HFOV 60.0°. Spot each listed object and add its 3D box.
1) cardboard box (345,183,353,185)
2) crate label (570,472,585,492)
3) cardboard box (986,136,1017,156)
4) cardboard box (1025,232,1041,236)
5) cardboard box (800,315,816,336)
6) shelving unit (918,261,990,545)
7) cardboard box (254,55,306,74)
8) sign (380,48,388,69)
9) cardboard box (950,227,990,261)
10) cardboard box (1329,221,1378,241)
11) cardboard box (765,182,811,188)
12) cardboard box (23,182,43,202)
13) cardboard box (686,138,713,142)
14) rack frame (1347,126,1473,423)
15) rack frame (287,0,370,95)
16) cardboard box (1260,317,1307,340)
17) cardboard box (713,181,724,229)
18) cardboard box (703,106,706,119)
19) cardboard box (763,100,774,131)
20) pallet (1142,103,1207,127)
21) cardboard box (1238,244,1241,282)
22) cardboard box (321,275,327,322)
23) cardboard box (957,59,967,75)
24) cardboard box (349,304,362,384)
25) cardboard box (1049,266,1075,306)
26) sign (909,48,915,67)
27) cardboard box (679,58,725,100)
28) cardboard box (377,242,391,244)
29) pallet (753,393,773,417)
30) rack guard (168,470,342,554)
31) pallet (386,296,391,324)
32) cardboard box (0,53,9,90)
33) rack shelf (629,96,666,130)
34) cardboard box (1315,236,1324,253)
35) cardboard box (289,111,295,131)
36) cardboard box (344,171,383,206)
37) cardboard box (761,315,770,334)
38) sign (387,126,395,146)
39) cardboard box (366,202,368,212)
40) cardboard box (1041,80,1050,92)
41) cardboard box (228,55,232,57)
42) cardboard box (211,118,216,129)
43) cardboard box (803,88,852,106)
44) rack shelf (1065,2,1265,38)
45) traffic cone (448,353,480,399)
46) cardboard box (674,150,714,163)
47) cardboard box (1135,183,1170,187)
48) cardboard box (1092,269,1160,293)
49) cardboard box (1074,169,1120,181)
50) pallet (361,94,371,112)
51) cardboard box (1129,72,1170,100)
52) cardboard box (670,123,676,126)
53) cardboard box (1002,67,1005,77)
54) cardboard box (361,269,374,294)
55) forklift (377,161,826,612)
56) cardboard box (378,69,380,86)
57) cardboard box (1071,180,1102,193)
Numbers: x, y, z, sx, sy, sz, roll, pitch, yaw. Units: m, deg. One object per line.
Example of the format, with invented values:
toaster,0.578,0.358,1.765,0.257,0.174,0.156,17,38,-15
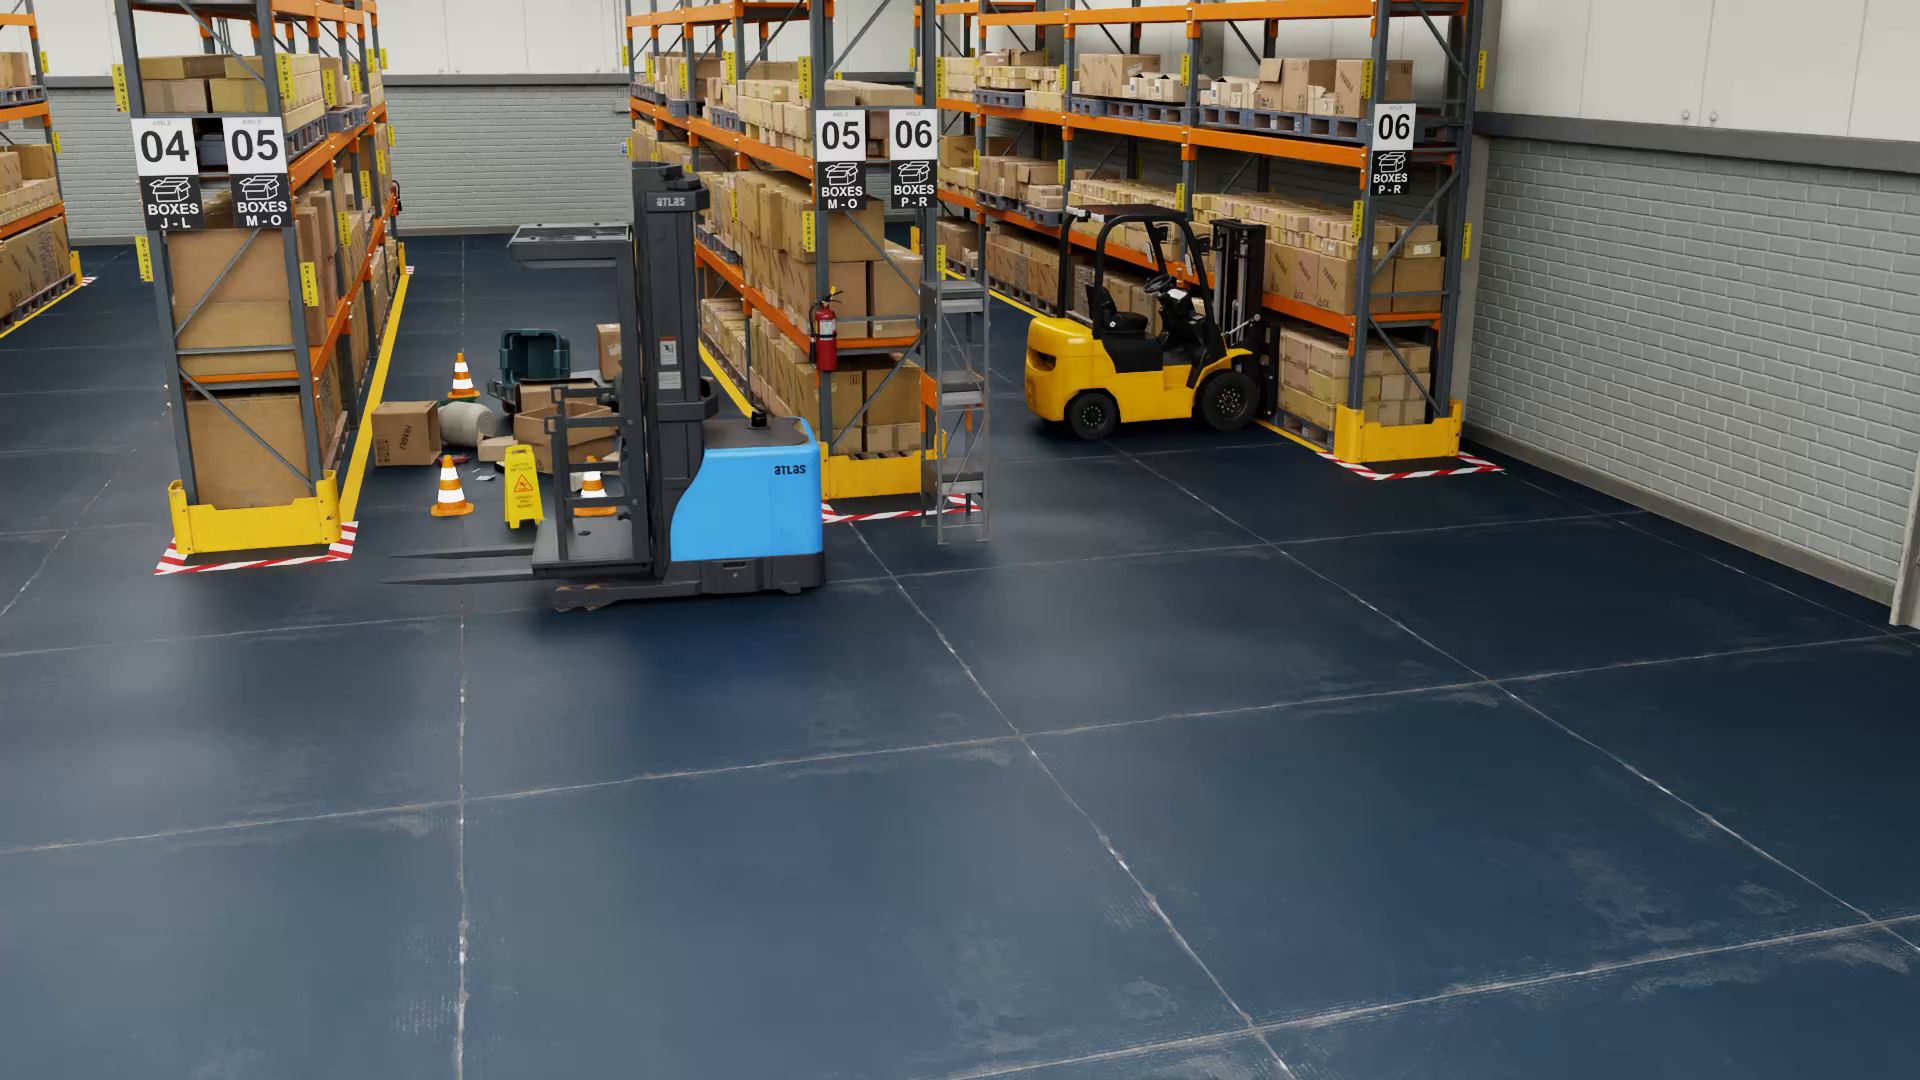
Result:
cardboard box,-7.925,-4.509,21.422,0.380,0.149,0.250,-4,17,-14
crate label,-3.299,-0.520,14.446,0.298,0.136,0.250,16,23,42
cardboard box,0.629,-6.419,27.547,0.500,0.500,0.500,-5,17,-17
cardboard box,1.238,-4.719,25.937,0.380,0.149,0.250,-5,17,-15
cardboard box,-1.176,-1.871,14.403,0.380,0.149,0.250,-5,17,-16
shelving unit,-0.045,-1.051,12.802,0.431,2.100,0.503,-5,17,-15
cardboard box,-5.697,-3.982,13.926,0.380,0.149,0.250,-4,17,-15
sign,-9.281,-7.749,26.781,0.100,0.325,0.005,-5,17,-15
cardboard box,0.243,-4.963,27.876,0.700,0.500,0.500,-5,18,-17
cardboard box,3.682,-2.886,15.528,0.380,0.149,0.250,-5,17,-15
cardboard box,-1.416,-3.059,15.493,0.700,0.500,0.500,-5,17,-16
cardboard box,-13.949,-5.162,24.667,0.500,0.250,0.500,-5,18,-17
cardboard box,-3.887,-5.840,25.269,0.500,0.500,0.500,-5,17,-15
rack frame,4.080,-2.237,15.185,1.000,3.000,0.127,-5,17,-15
rack frame,-8.721,-7.617,22.666,1.000,3.000,0.127,-5,17,-15
cardboard box,3.228,-2.123,17.117,0.500,0.250,0.500,-5,17,-16
cardboard box,-2.556,-3.876,19.221,0.500,0.500,0.500,-5,18,-17
cardboard box,-2.967,-5.272,20.512,0.380,0.149,0.250,-5,17,-15
cardboard box,-1.516,-3.893,15.227,0.500,0.250,0.500,-5,17,-15
pallet,2.726,-4.931,19.273,0.805,0.209,1.217,-5,18,-17
cardboard box,3.151,-2.965,17.435,0.500,0.500,0.500,-5,17,-16
cardboard box,-5.959,-2.054,14.314,0.875,0.550,0.500,-5,17,-15
cardboard box,0.265,-7.563,26.577,0.500,0.250,0.500,-5,17,-16
cardboard box,-7.041,-2.086,17.863,1.050,0.750,0.750,-5,17,-15
cardboard box,1.559,-3.554,23.184,0.500,0.500,0.500,-4,17,-14
sign,-0.838,-8.475,29.218,0.100,0.325,0.005,-5,17,-15
cardboard box,-3.138,-5.836,21.042,0.797,0.503,0.637,-6,18,-19
cardboard box,-9.213,-4.632,26.349,0.380,0.149,0.250,-5,18,-17
pallet,-1.572,-1.431,17.350,1.003,0.211,1.213,-5,17,-15
rack guard,-5.416,-0.220,12.817,1.175,0.500,0.348,-5,17,-15
pallet,-8.505,-3.193,23.214,1.003,0.211,1.213,-5,17,-15
cardboard box,-13.941,-6.629,23.516,0.700,0.500,0.500,-4,17,-13
rack shelf,-4.539,-6.808,26.439,1.077,0.370,4.000,-5,17,-15
cardboard box,3.605,-2.814,15.805,0.380,0.149,0.250,-4,17,-14
cardboard box,-5.279,-3.180,12.643,0.380,0.149,0.250,-5,17,-15
cardboard box,-8.614,-5.091,23.994,0.500,0.500,0.500,-5,17,-16
cardboard box,-1.768,-2.138,16.474,0.380,0.149,0.250,-4,17,-13
sign,-9.281,-6.594,27.128,0.100,0.325,0.005,-5,17,-15
cardboard box,-8.132,-4.443,22.237,0.380,0.149,0.250,-5,18,-18
cardboard box,1.343,-6.298,23.057,0.380,0.149,0.250,-5,17,-15
cardboard box,-6.538,-4.139,14.451,0.380,0.149,0.250,-5,17,-16
cardboard box,-6.120,-3.336,13.163,0.380,0.149,0.250,-5,17,-16
cardboard box,-1.102,-3.686,13.846,0.380,0.149,0.250,-4,17,-14
rack shelf,2.432,-6.234,20.008,1.077,0.370,4.000,-5,17,-15
traffic cone,-5.439,-1.806,18.160,0.336,0.463,0.334,-5,17,-15
cardboard box,-3.562,-4.985,22.420,0.500,0.500,0.500,-5,17,-15
cardboard box,2.492,-4.532,21.524,0.380,0.149,0.250,-5,17,-16
cardboard box,2.227,-3.160,21.655,0.875,0.625,0.625,-4,17,-13
cardboard box,1.891,-4.853,22.992,0.500,0.500,0.500,-4,17,-13
pallet,-8.653,-5.911,22.528,1.213,0.211,1.003,-5,17,-15
cardboard box,2.337,-5.380,19.684,0.500,0.311,0.500,-5,18,-17
cardboard box,-4.519,-6.739,27.134,0.380,0.149,0.250,-5,17,-16
cardboard box,0.836,-6.870,24.410,0.380,0.149,0.250,-4,17,-14
cardboard box,-7.578,-3.210,20.736,0.500,0.250,0.500,-6,18,-18
forklift,-2.515,-1.081,11.455,3.031,2.935,1.130,-3,17,-10
cardboard box,-9.307,-7.205,25.903,0.500,0.250,0.500,-5,17,-17
cardboard box,1.686,-4.697,22.073,0.380,0.149,0.250,-4,17,-14
